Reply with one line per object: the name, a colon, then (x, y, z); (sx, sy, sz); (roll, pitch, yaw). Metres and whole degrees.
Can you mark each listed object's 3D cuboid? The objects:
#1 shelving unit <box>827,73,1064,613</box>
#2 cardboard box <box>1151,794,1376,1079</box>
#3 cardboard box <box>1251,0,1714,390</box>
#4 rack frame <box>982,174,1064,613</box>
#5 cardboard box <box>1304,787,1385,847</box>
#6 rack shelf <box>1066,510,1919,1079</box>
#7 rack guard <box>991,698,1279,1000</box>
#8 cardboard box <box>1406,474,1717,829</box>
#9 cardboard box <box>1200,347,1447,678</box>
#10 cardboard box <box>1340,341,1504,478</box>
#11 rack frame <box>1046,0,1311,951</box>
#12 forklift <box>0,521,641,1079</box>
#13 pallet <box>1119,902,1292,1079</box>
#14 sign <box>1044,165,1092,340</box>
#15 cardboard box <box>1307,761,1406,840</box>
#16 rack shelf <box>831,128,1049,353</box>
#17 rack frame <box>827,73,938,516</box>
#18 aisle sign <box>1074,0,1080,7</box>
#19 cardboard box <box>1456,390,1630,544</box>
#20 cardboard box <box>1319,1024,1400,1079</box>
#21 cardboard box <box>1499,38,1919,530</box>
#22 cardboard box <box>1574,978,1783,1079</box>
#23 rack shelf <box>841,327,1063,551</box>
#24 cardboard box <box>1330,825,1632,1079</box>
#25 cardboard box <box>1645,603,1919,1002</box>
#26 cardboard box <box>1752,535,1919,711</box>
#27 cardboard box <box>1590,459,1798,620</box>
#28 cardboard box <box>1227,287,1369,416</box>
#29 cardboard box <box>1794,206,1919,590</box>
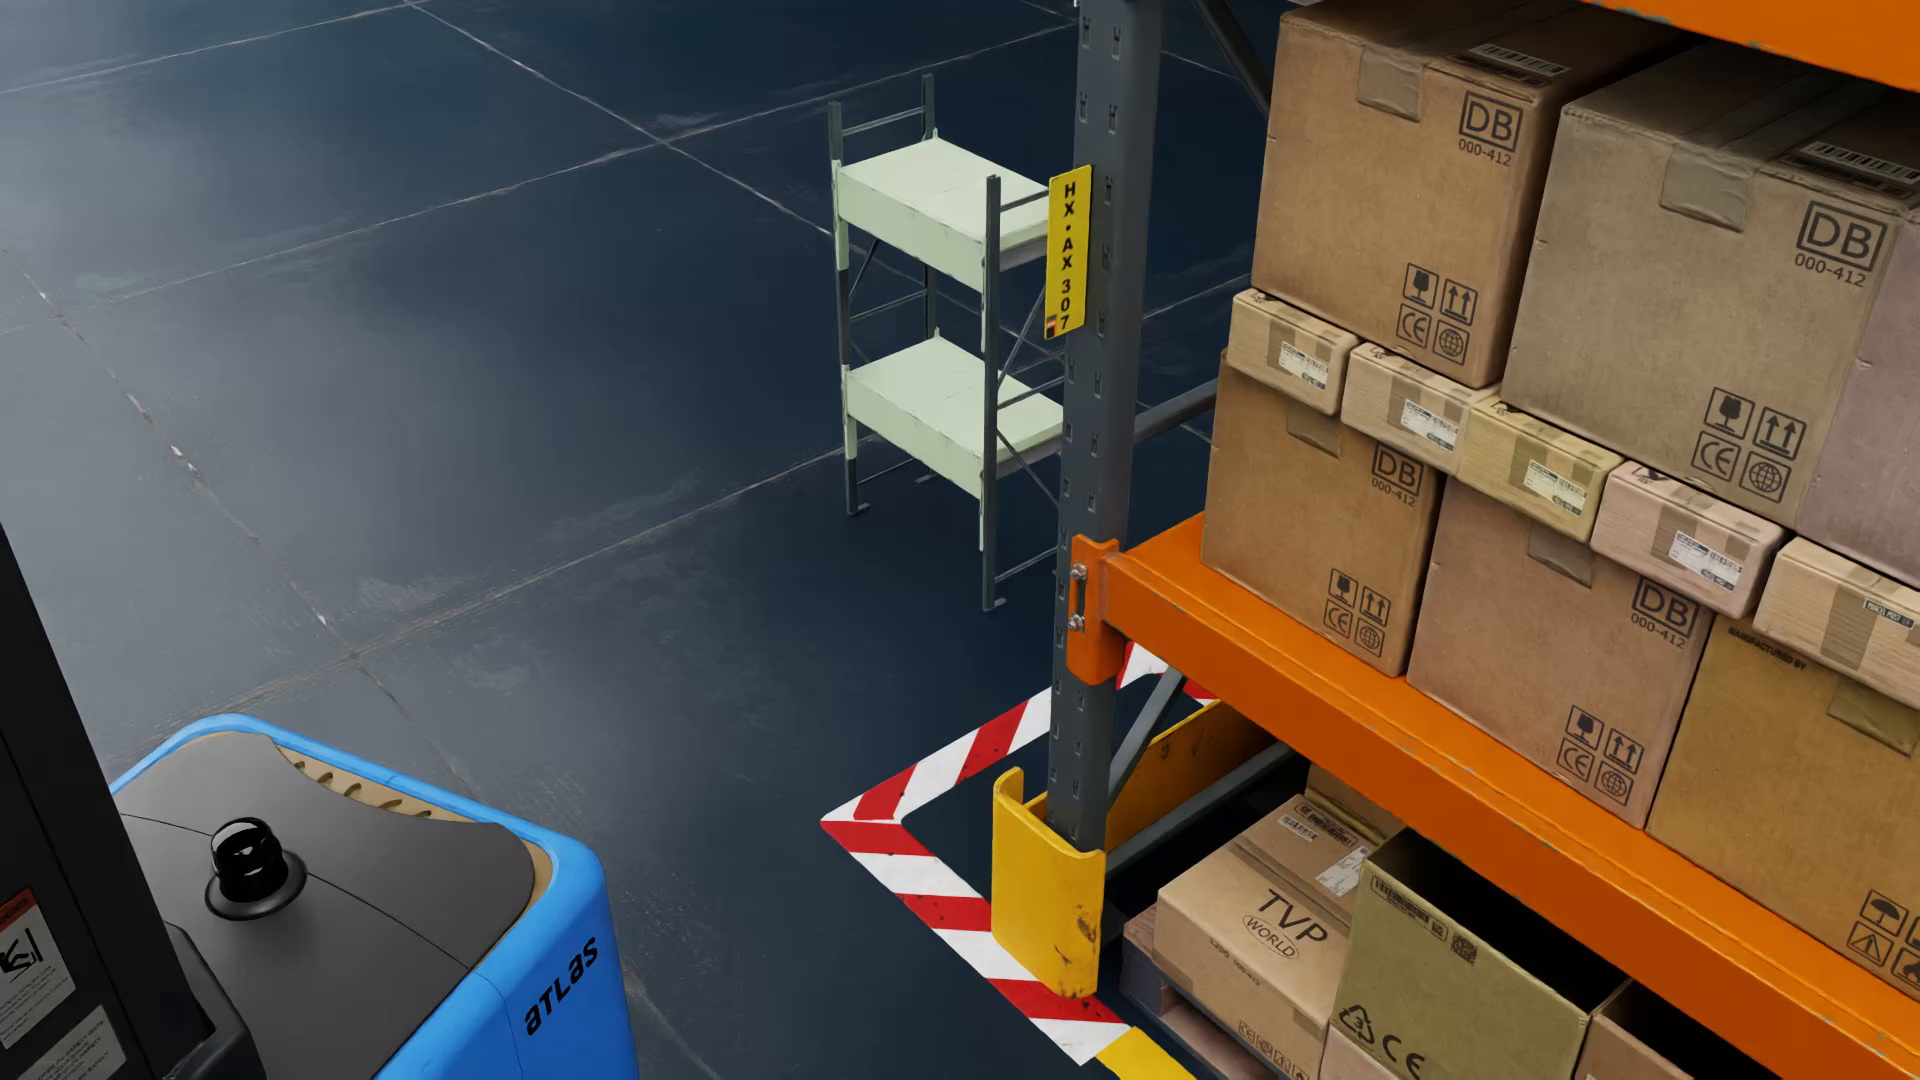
shelving unit: (-0.004, -0.615, 5.321); (0.431, 1.500, 0.755); (-26, 43, -32)
cardboard box: (0.803, 0.922, 3.869); (0.500, 0.250, 0.500); (-26, 43, -32)
cardboard box: (0.953, -0.685, 2.912); (0.700, 0.500, 0.500); (-26, 43, -32)
rack frame: (0.232, -0.453, 5.093); (0.400, 1.500, 0.023); (-26, 43, -32)
cardboard box: (1.199, 0.729, 4.142); (0.500, 0.250, 0.500); (-26, 43, -32)
rack shelf: (1.918, 0.828, 2.608); (1.077, 0.370, 4.000); (-26, 43, -32)
rack guard: (0.612, 0.661, 4.384); (1.175, 0.500, 0.348); (-26, 43, -32)
cardboard box: (1.261, 0.051, 2.996); (0.700, 0.500, 0.500); (-25, 42, -31)
cardboard box: (0.919, -0.179, 3.320); (0.700, 0.500, 0.500); (-26, 43, -32)
cardboard box: (0.888, -0.285, 2.910); (0.380, 0.149, 0.250); (-27, 43, -33)
rack frame: (0.627, -0.349, 3.647); (1.000, 3.000, 0.127); (-26, 43, -32)
forklift: (-1.737, 0.903, 1.939); (1.130, 2.935, 3.031); (15, 38, 21)
pallet: (1.153, 1.111, 3.998); (1.003, 0.211, 1.213); (-26, 43, -32)
sign: (0.199, -0.530, 3.085); (0.100, 0.325, 0.005); (-26, 43, -32)
cardboard box: (1.201, 0.422, 3.926); (0.500, 0.500, 0.500); (-26, 43, -32)
rack shelf: (-0.004, -0.933, 5.095); (0.431, 0.370, 0.720); (-26, 43, -32)
rack frame: (-0.241, -0.777, 5.549); (0.400, 1.500, 0.023); (-26, 43, -32)
aisle sign: (0.351, -1.324, 2.775); (0.394, 0.787, 0.004); (-26, 43, -32)
cardboard box: (1.048, -0.174, 2.753); (0.380, 0.149, 0.250); (-26, 43, -32)
cardboard box: (1.129, 1.141, 3.559); (0.500, 0.250, 0.500); (-26, 43, -32)
cardboard box: (1.296, -0.455, 2.587); (0.700, 0.500, 0.500); (-27, 43, -33)
cardboard box: (1.460, 1.052, 3.037); (0.500, 0.500, 0.500); (-26, 43, -32)
rack shelf: (-0.004, -0.349, 5.509); (0.431, 0.370, 0.720); (-26, 43, -32)
cardboard box: (1.127, 0.836, 3.342); (0.500, 0.500, 0.500); (-26, 43, -32)
cardboard box: (1.577, 0.273, 2.683); (0.700, 0.500, 0.500); (-26, 43, -31)
cardboard box: (1.383, 0.054, 2.430); (0.380, 0.149, 0.250); (-28, 44, -33)
cardboard box: (1.209, -0.062, 2.595); (0.380, 0.149, 0.250); (-27, 43, -32)
cardboard box: (0.716, -0.401, 3.073); (0.380, 0.149, 0.250); (-26, 43, -32)
cardboard box: (1.622, -0.232, 2.274); (0.700, 0.500, 0.500); (-26, 43, -32)
